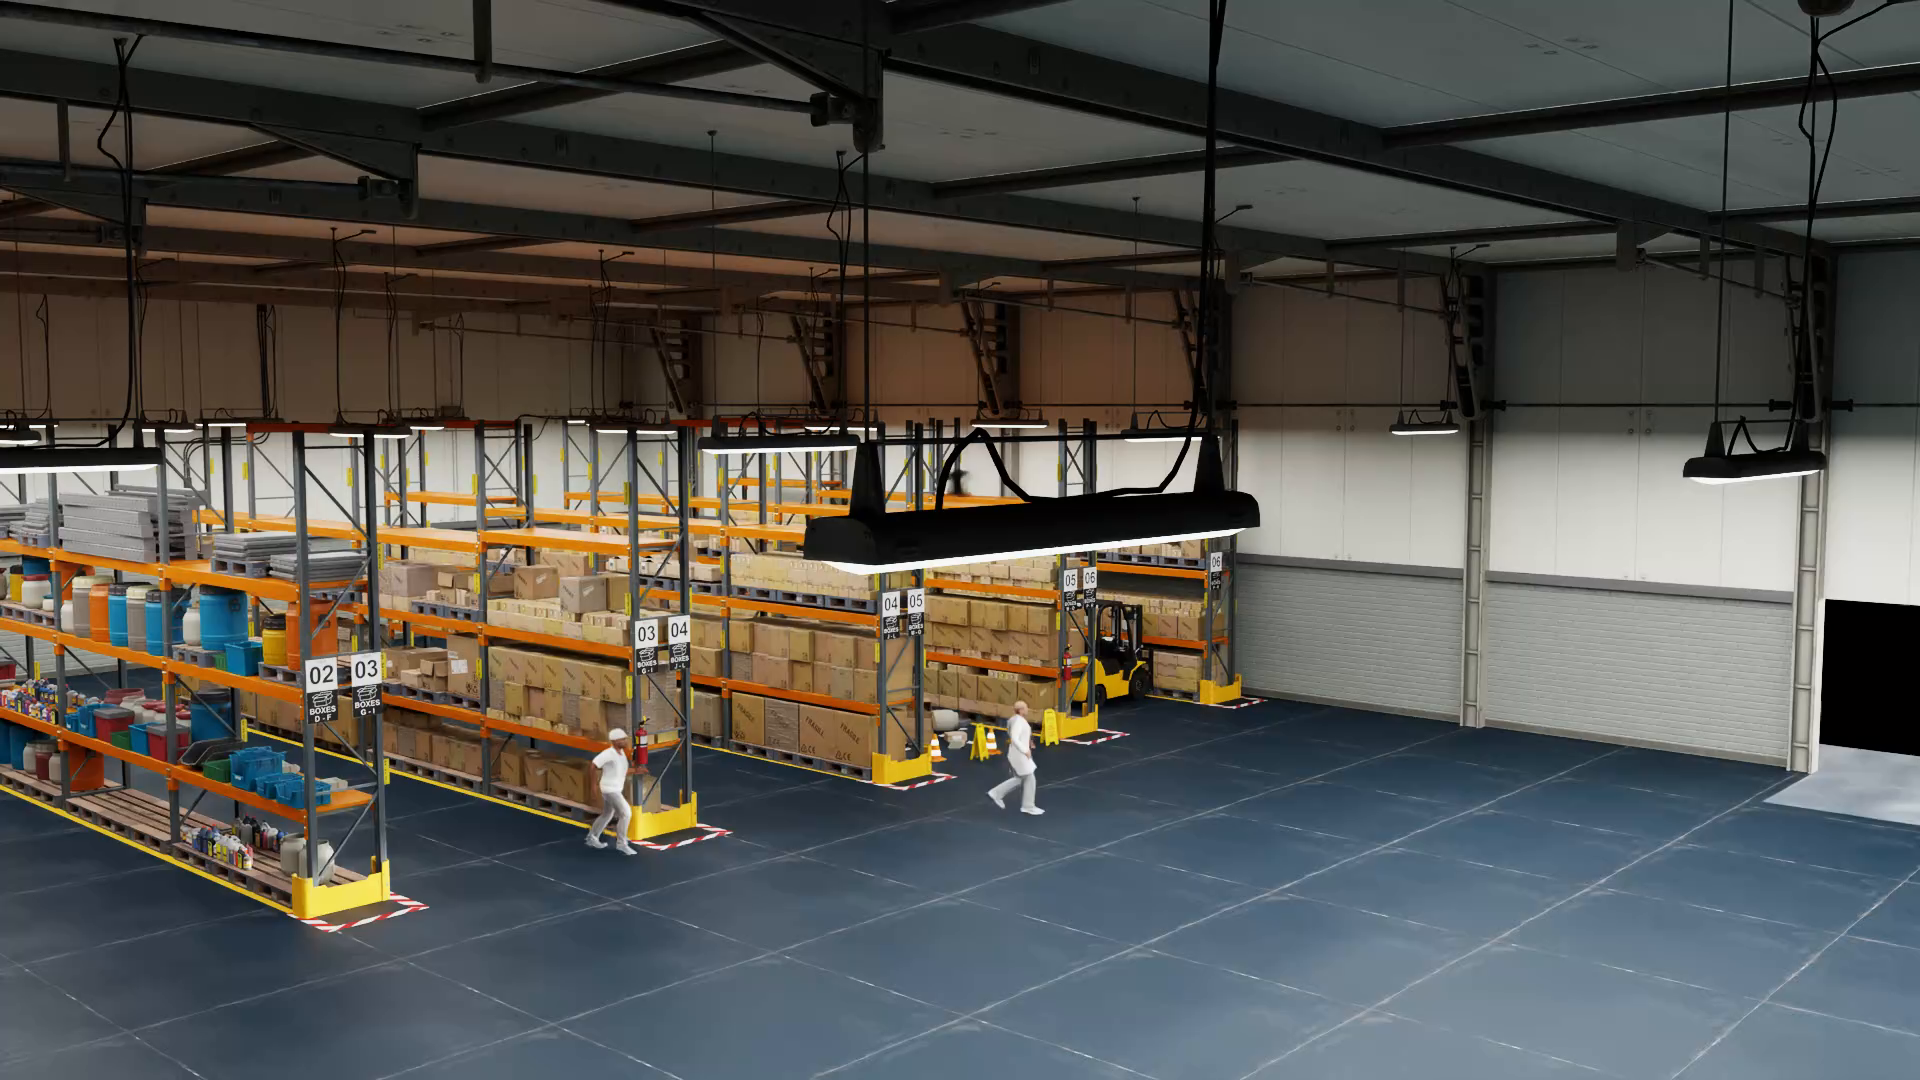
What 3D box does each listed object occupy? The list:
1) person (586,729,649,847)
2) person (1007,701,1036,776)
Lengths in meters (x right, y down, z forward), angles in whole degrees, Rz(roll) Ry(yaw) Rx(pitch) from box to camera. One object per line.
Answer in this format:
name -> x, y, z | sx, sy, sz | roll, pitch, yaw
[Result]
person -> -4.864, 3.472, 23.393 | 0.891, 1.641, 0.692 | 0, 5, 4
person -> 0.966, 3.045, 25.611 | 0.469, 1.139, 0.764 | -1, 5, -7
